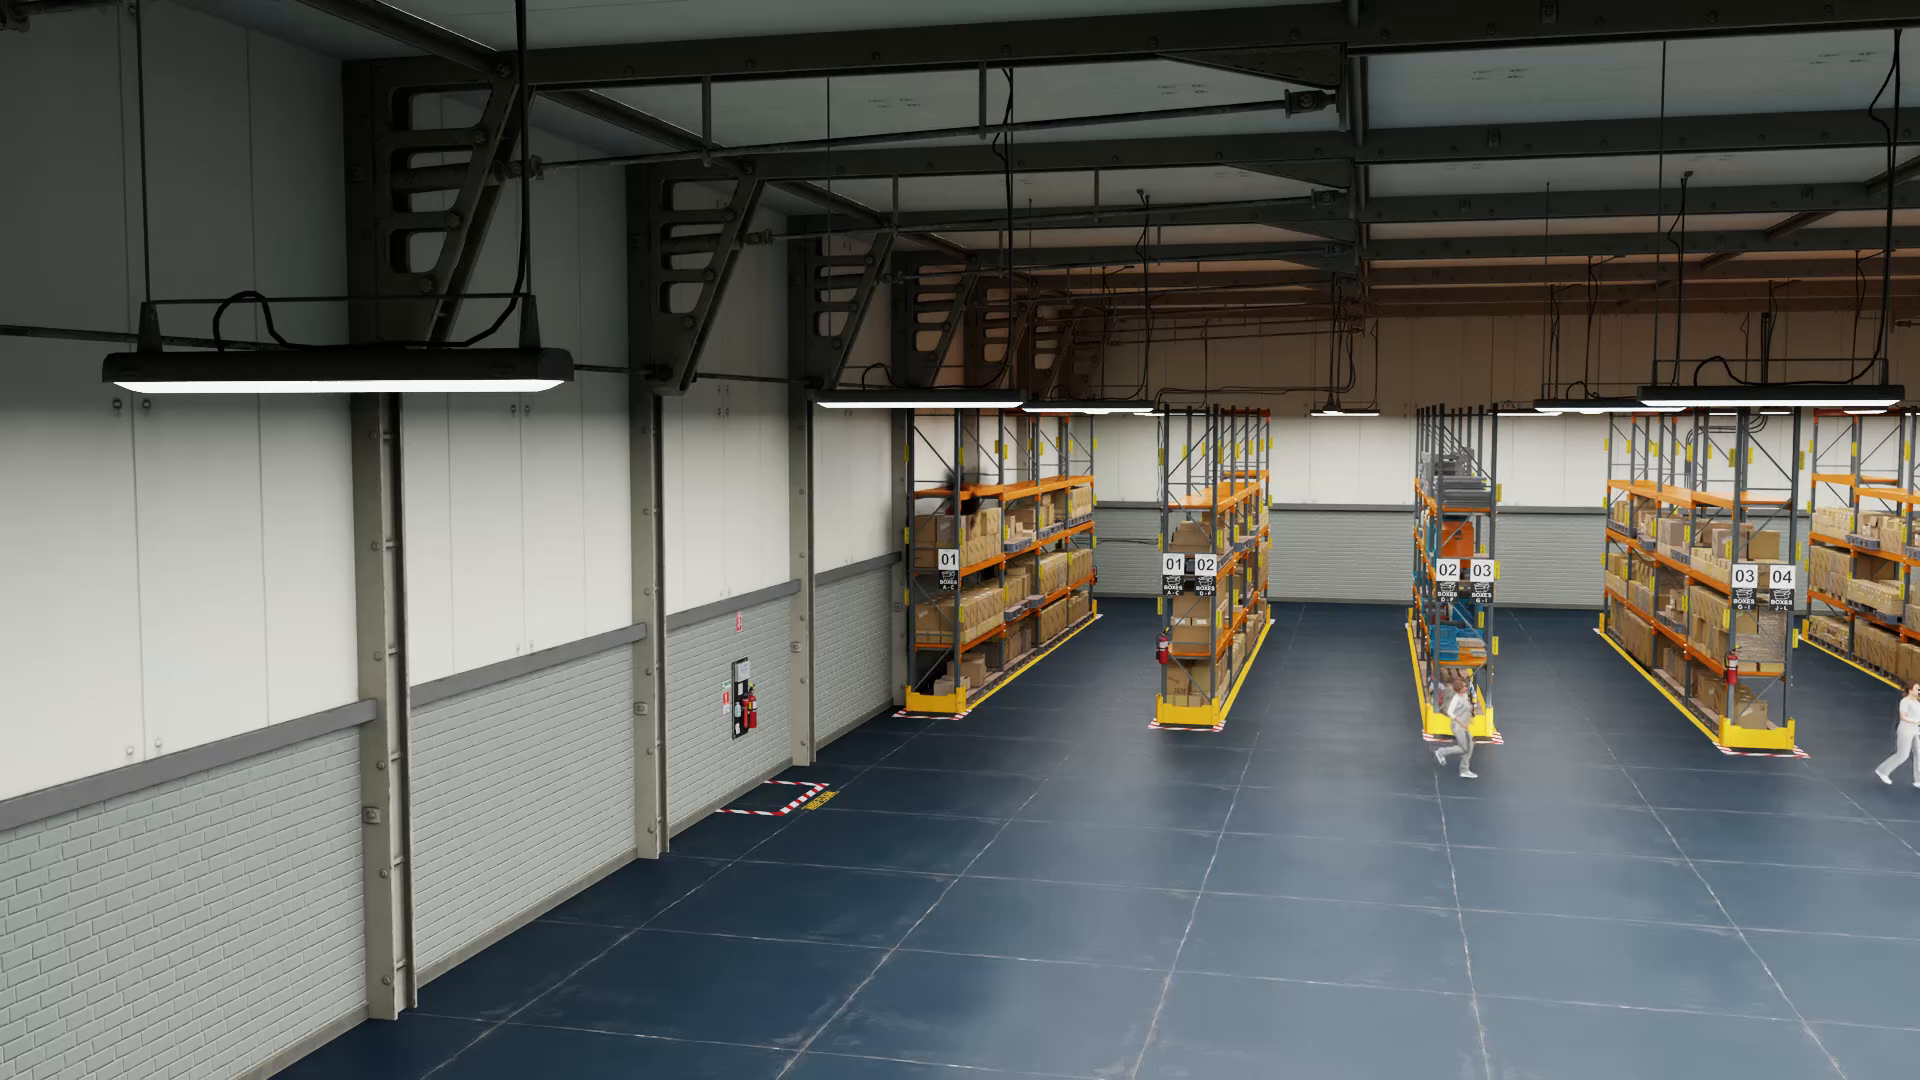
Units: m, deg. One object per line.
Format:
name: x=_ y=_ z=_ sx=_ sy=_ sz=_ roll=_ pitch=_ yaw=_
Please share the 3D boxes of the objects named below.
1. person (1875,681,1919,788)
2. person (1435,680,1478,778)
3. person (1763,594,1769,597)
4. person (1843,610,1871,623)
person: x=14.663 y=3.019 z=25.739 sx=0.583 sy=1.680 sz=0.853 roll=-3 pitch=5 yaw=-37
person: x=7.970 y=3.003 z=26.606 sx=0.679 sy=1.552 sz=0.554 roll=3 pitch=5 yaw=34
person: x=20.726 y=1.717 z=43.200 sx=0.731 sy=1.733 sz=0.686 roll=3 pitch=5 yaw=37
person: x=23.814 y=1.615 z=44.267 sx=0.993 sy=1.760 sz=0.672 roll=1 pitch=4 yaw=16
